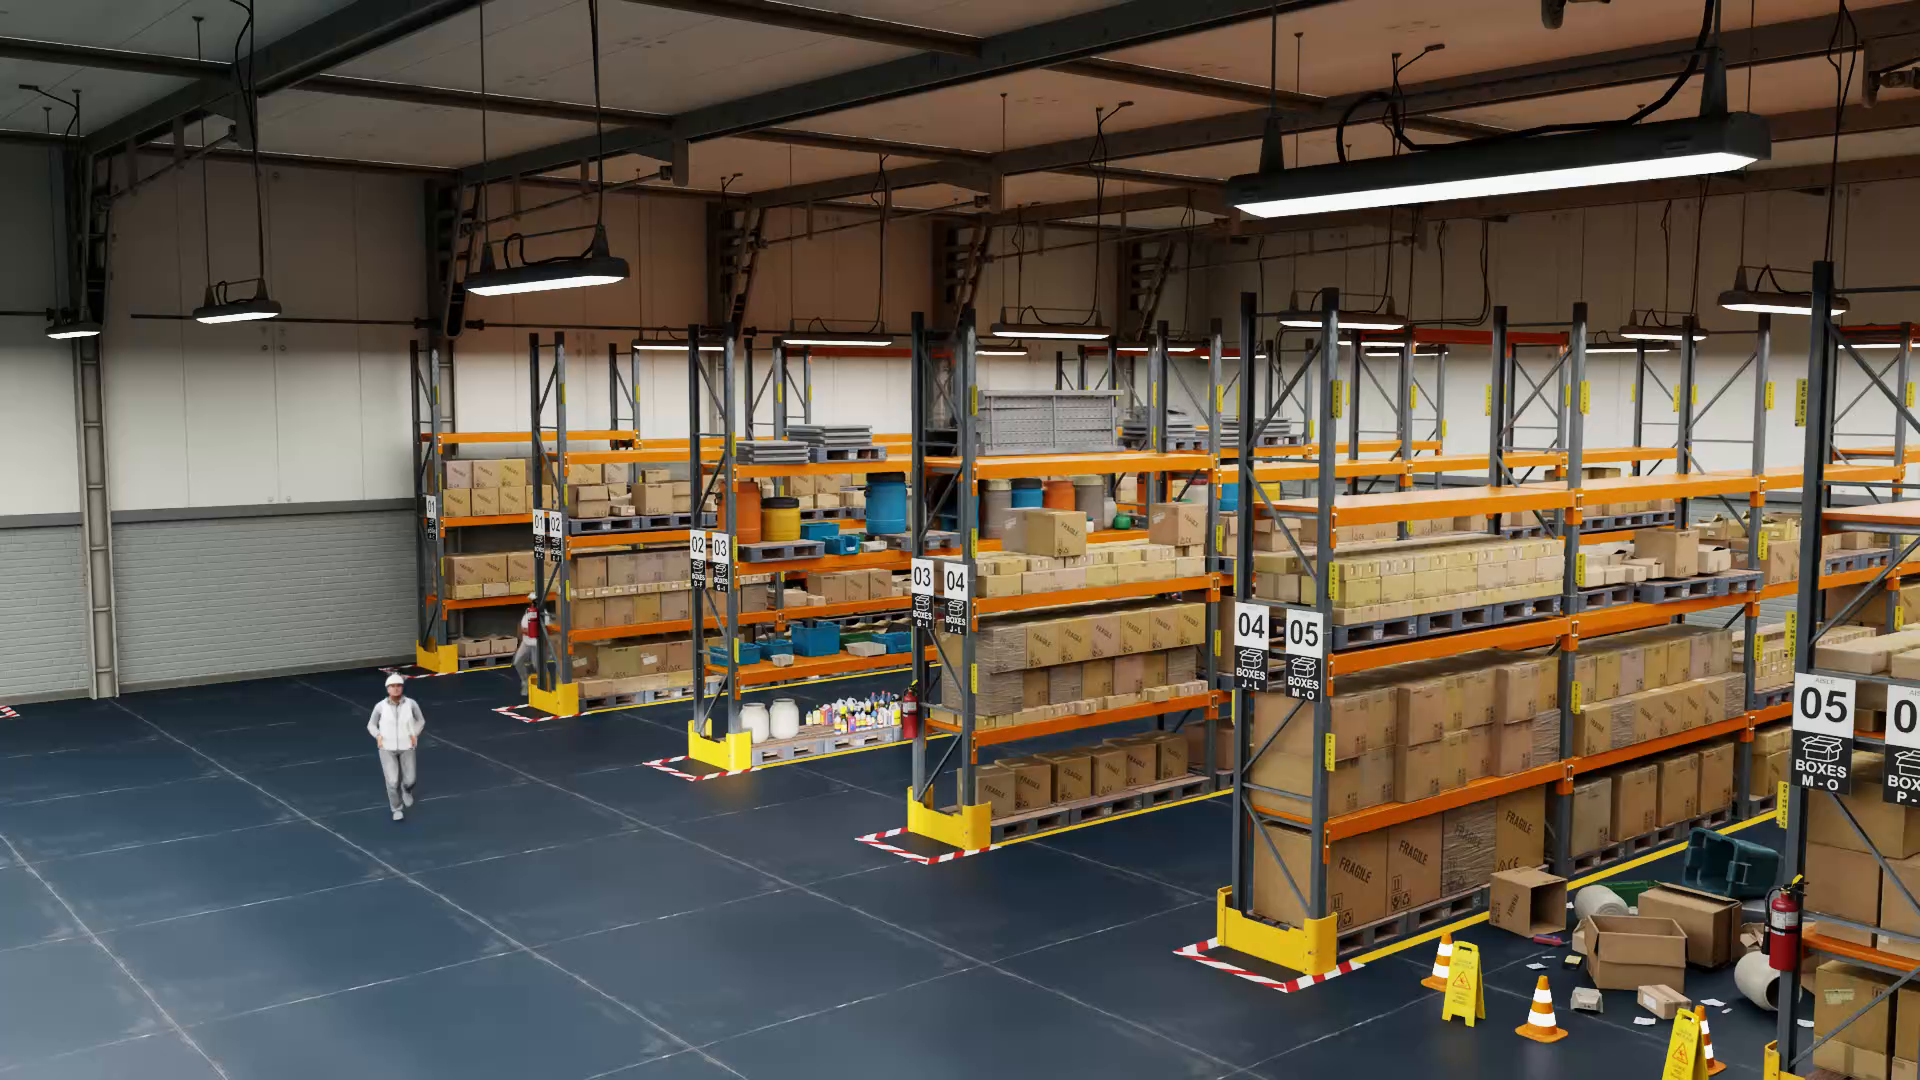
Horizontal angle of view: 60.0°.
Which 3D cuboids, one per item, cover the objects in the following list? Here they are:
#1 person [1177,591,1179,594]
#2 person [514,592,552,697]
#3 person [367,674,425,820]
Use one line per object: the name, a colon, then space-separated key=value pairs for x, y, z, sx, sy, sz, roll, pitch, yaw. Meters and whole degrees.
person: x=4.455 y=1.295 z=32.695 sx=0.633 sy=1.740 sz=0.728 roll=4 pitch=6 yaw=35
person: x=-7.089 y=1.745 z=27.752 sx=0.681 sy=1.793 sz=0.711 roll=4 pitch=7 yaw=36
person: x=-6.731 y=2.467 z=19.882 sx=0.657 sy=1.722 sz=0.609 roll=-2 pitch=6 yaw=-21
